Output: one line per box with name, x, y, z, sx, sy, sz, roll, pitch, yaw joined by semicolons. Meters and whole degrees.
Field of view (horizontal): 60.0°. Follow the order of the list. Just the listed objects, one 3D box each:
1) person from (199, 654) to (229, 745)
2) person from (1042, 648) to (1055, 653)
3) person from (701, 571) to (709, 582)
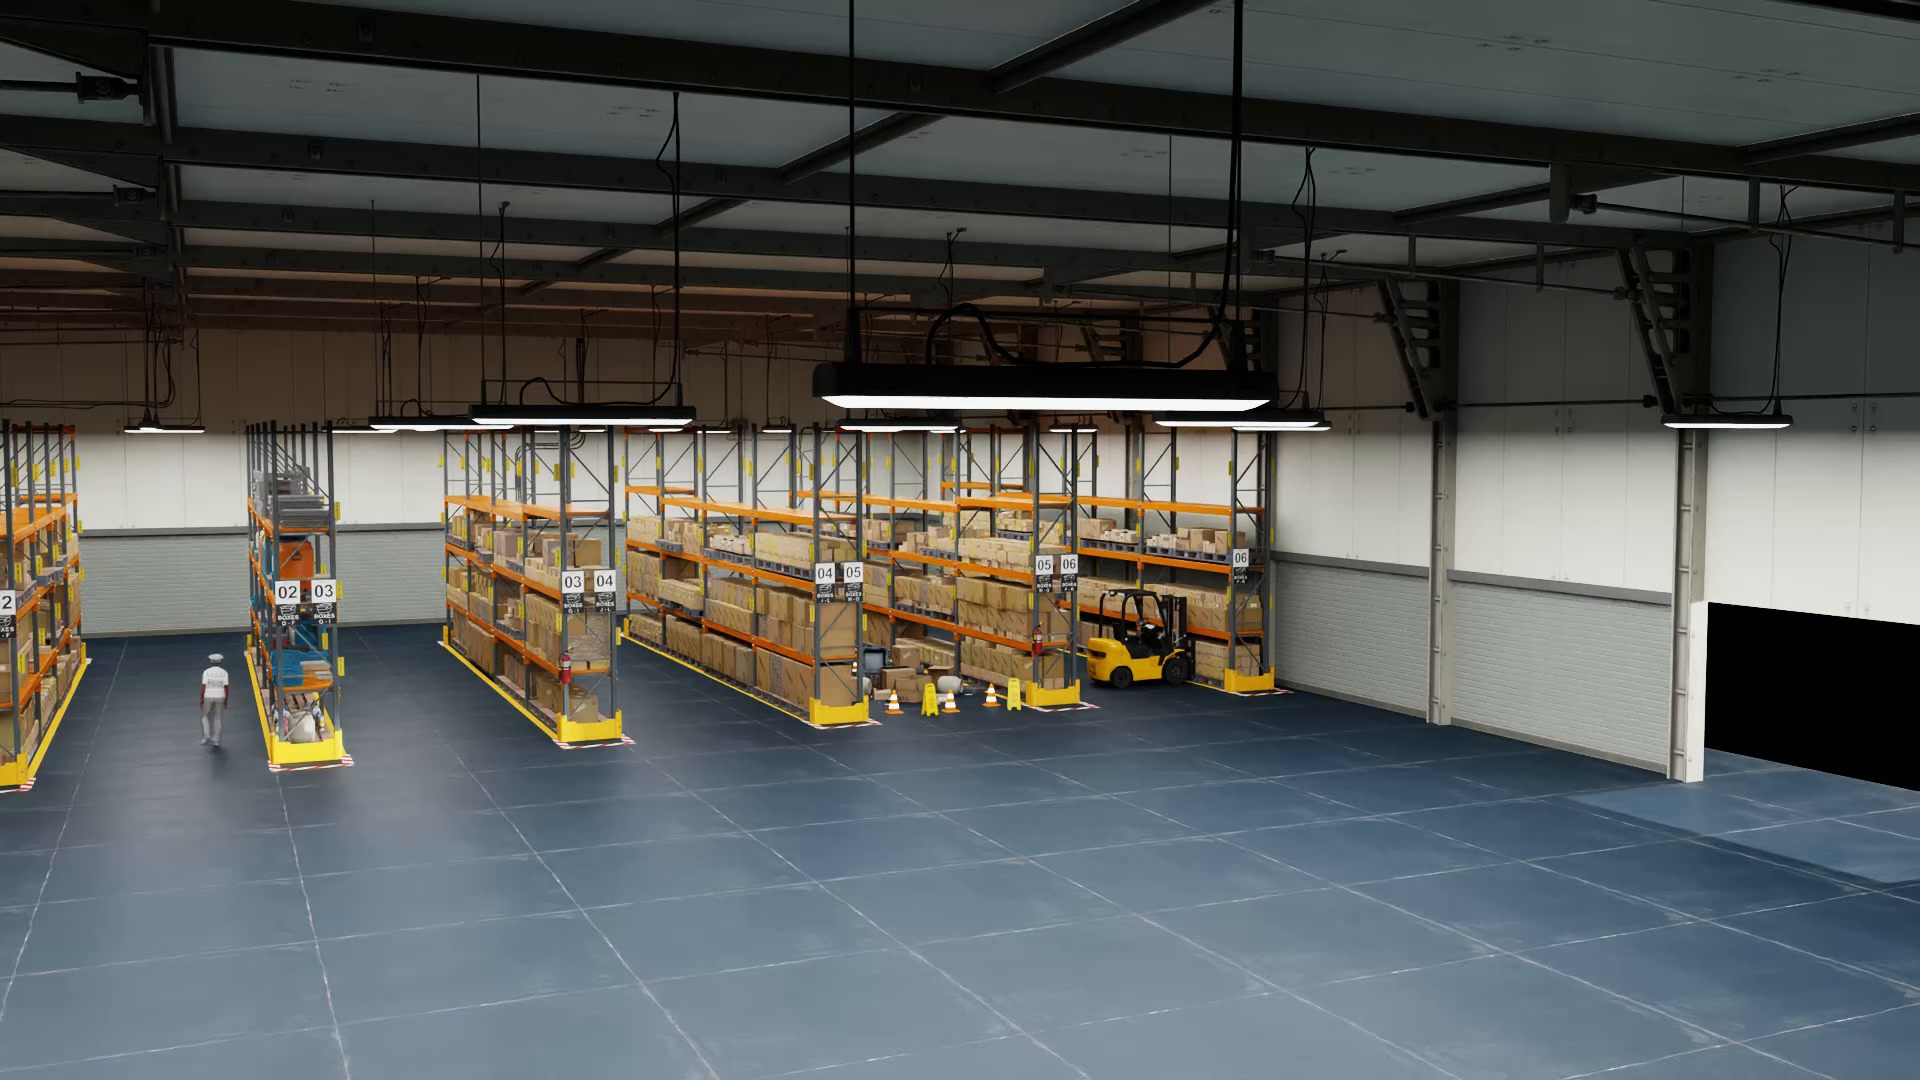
person;-13.803;2.957;30.751;0.532;1.679;0.414;-2;4;-24
person;2.059;2.429;39.814;0.612;1.623;0.730;-1;4;-22
person;-7.949;1.691;51.625;0.411;1.576;0.631;3;4;36
